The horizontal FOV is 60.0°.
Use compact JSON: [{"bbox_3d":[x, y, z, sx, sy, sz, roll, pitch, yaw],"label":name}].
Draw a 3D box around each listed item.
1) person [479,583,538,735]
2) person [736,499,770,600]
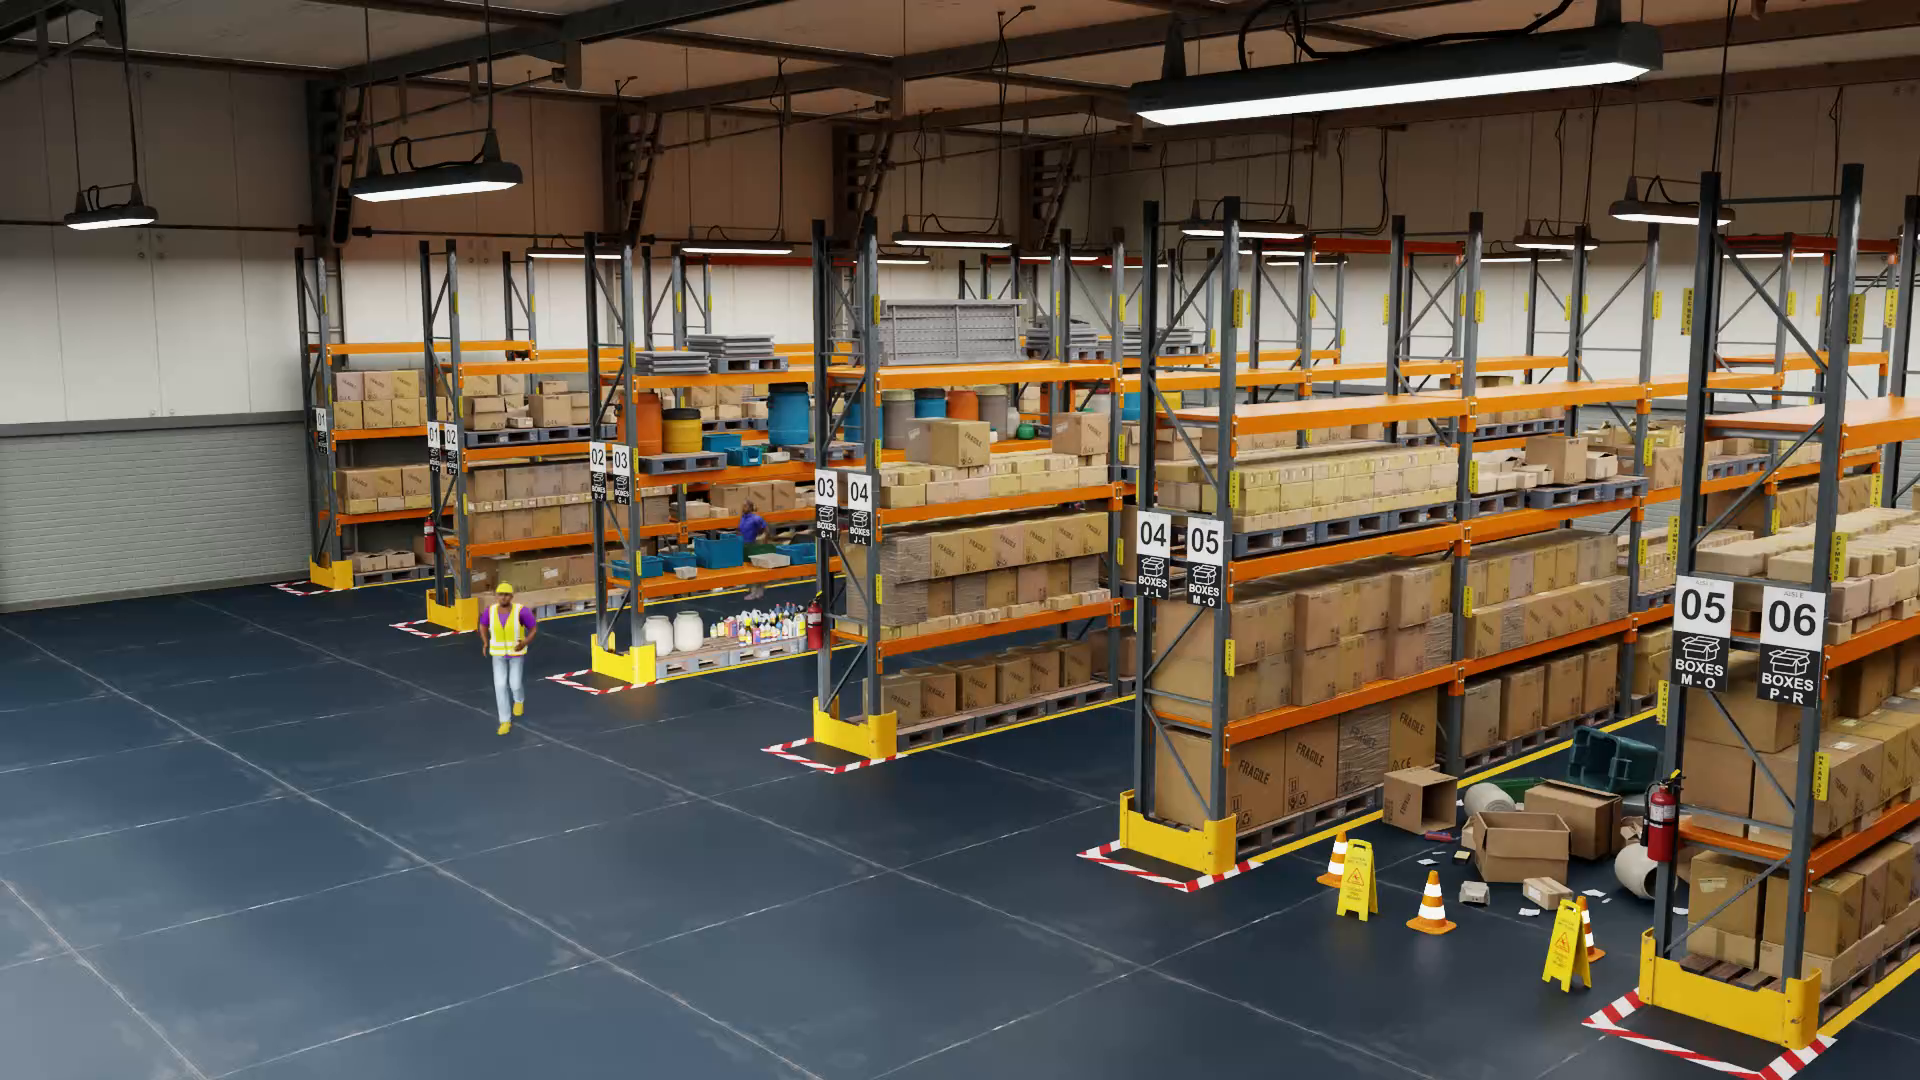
[{"bbox_3d":[-5.424,1.378,20.004,0.708,1.772,0.906,-1,8,-8],"label":"person"},{"bbox_3d":[-3.403,0.164,26.743,0.608,1.635,0.537,7,11,40],"label":"person"}]
